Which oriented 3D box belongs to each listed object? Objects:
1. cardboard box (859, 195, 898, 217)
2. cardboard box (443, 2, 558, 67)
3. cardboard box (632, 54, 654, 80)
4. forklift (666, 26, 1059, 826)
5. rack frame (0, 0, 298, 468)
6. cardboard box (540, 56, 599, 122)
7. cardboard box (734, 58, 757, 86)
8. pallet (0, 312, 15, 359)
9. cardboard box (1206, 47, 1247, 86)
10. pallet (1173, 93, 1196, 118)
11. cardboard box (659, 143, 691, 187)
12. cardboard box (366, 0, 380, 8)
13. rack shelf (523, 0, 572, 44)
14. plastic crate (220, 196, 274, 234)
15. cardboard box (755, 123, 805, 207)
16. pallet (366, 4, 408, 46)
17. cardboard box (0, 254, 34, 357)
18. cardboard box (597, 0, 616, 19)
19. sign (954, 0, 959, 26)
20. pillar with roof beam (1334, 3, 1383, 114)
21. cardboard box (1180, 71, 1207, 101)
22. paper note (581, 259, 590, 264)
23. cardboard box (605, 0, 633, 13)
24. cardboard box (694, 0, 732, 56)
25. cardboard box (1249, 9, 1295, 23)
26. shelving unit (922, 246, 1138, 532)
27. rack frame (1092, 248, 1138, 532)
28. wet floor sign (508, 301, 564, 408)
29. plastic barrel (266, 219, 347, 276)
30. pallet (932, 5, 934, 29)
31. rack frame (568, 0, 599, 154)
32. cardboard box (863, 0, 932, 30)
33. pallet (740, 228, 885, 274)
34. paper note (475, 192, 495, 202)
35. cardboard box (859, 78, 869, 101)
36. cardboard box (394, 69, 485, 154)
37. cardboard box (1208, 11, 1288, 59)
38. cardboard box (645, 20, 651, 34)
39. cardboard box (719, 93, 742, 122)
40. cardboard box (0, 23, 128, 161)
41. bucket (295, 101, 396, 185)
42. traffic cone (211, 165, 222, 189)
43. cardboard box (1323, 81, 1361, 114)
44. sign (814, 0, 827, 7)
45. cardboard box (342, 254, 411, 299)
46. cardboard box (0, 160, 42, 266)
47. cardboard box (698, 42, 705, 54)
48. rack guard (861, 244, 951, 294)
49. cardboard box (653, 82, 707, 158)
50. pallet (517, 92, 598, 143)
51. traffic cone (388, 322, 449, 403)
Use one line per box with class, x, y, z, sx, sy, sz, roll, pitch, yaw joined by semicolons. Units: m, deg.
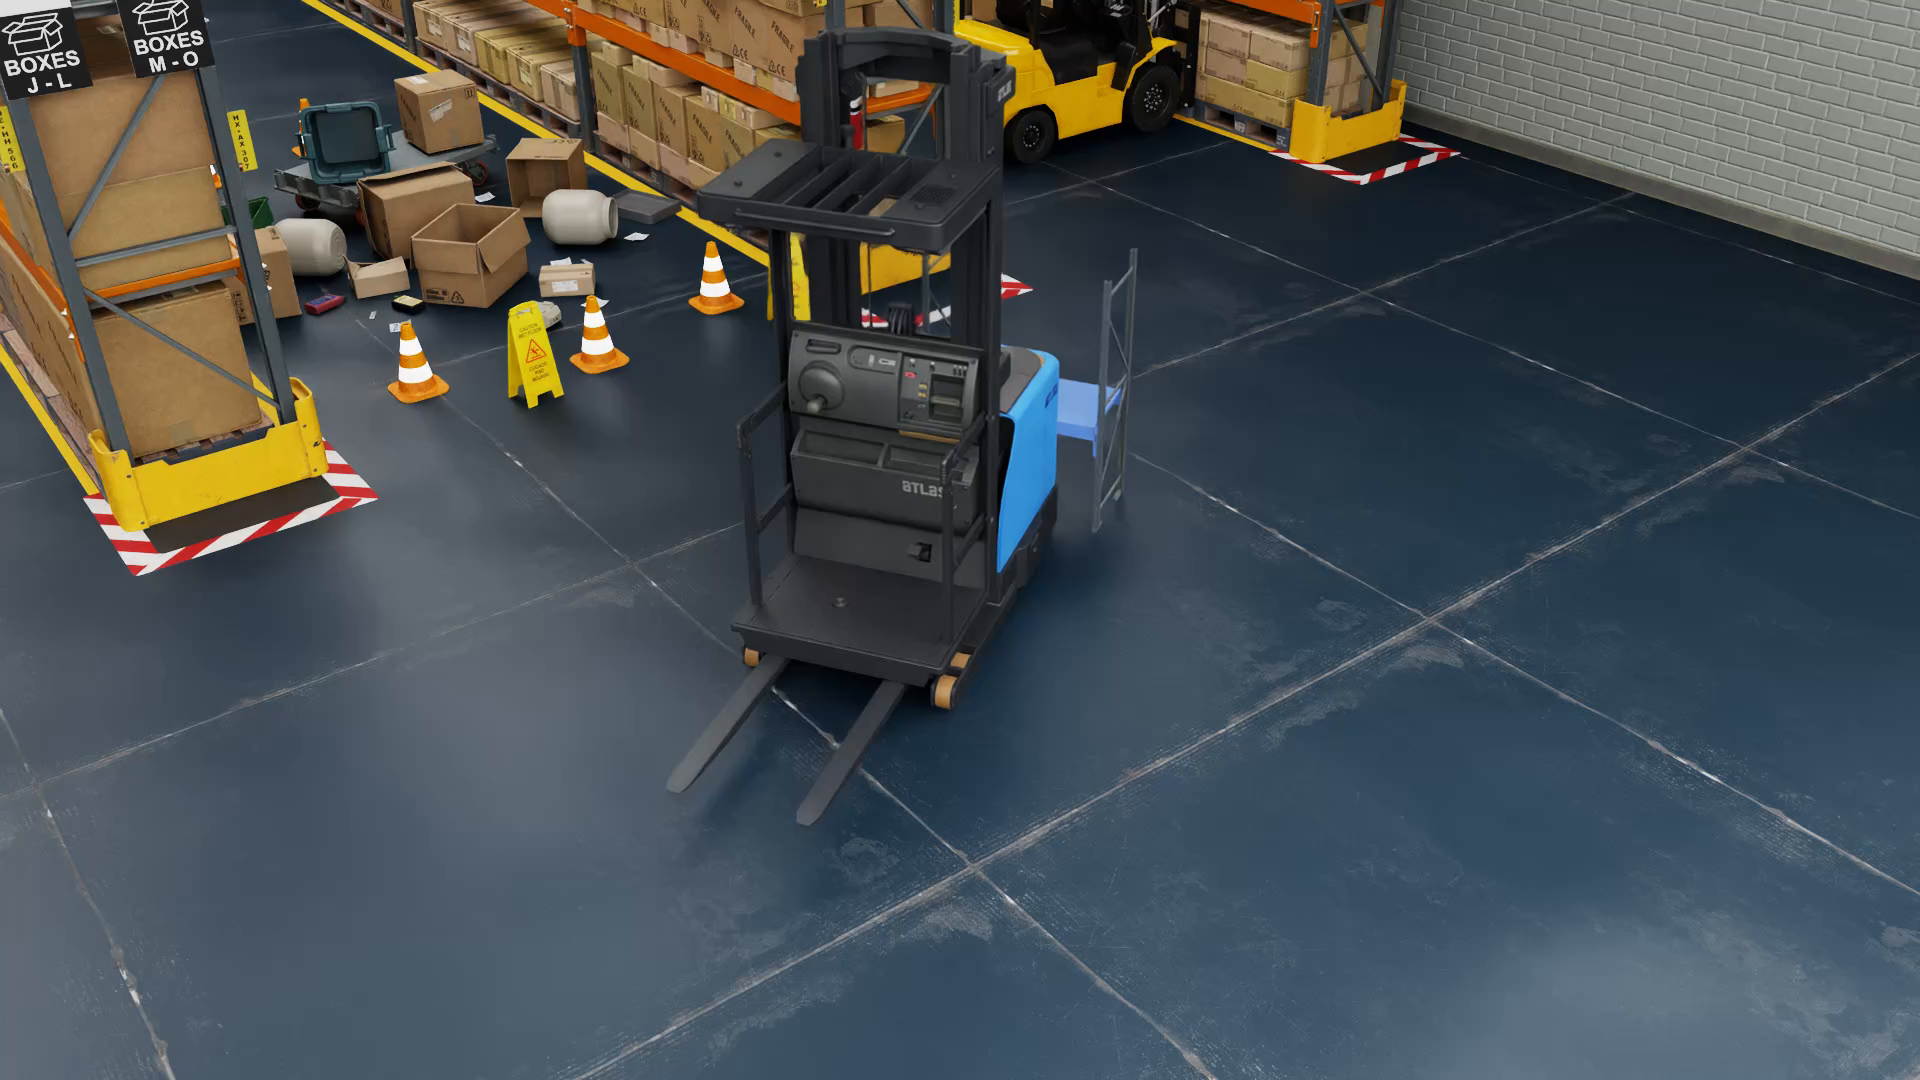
cardboard box;-0.750;-2.656;12.891;0.500;0.250;0.500;-23;38;-32
cardboard box;-4.582;-5.072;16.666;0.950;0.372;0.625;-23;39;-32
cardboard box;-2.432;-3.873;13.525;0.380;0.149;0.250;-21;37;-30
forklift;-0.433;-0.679;7.566;1.130;2.935;3.031;11;33;17
rack frame;-4.322;-1.576;8.945;1.000;3.000;0.127;-22;38;-31
cardboard box;-3.250;-4.167;15.208;0.950;0.372;0.625;-22;38;-31
cardboard box;-1.437;-3.481;12.249;0.380;0.149;0.250;-22;38;-31
pallet;-6.370;-1.716;11.813;1.003;0.211;1.213;-22;38;-31
cardboard box;2.601;-4.364;15.168;0.500;0.250;0.500;-23;38;-32
pallet;2.199;-4.456;16.224;1.003;0.211;1.213;-22;38;-31
cardboard box;-2.114;-3.125;13.646;0.500;0.250;0.500;-23;38;-32
cardboard box;-6.281;-6.517;18.516;0.875;0.875;0.875;-22;38;-31
rack shelf;-4.153;-5.415;15.807;1.077;0.370;4.000;-22;38;-31
plastic crate;-5.633;-2.424;12.921;0.450;0.188;0.662;-13;33;-1
cardboard box;-1.171;-2.798;12.409;0.500;0.500;0.500;-22;38;-31
pallet;-5.803;-5.722;18.263;1.003;0.211;1.213;-22;38;-31
cardboard box;-5.888;-1.860;11.017;0.875;0.875;0.875;-22;38;-31
cardboard box;-2.791;-4.456;13.820;0.380;0.149;0.250;-21;38;-30
sign;-0.045;-3.763;11.645;0.100;0.325;0.005;-22;38;-31
pillar with roof beam;0.329;-6.565;11.290;9.100;9.000;0.400;-22;38;-31
cardboard box;2.310;-4.353;15.623;0.500;0.250;0.500;-22;38;-31
paper note;-2.843;-2.115;12.645;0.032;0.001;0.123;-22;38;-31
cardboard box;-2.551;-4.580;13.405;0.500;0.500;0.500;-22;38;-32
cardboard box;-1.631;-3.945;12.383;0.500;0.500;0.500;-22;38;-32
cardboard box;2.991;-4.731;15.284;0.500;0.250;0.500;-22;38;-31
shelving unit;0.376;-0.908;9.290;1.048;1.500;0.538;12;34;19
rack frame;0.847;-0.807;9.128;0.032;1.500;0.500;12;34;19
wet floor sign;-2.740;-1.204;10.578;0.232;0.644;0.267;26;40;35
plastic barrel;-4.867;-2.172;12.346;0.512;0.421;0.421;1;32;2
pallet;-0.243;-6.113;18.892;1.003;0.211;1.213;-22;38;-31
rack frame;-2.926;-4.887;14.275;1.000;3.000;0.127;-22;38;-31
cardboard box;-0.545;-3.676;11.948;0.500;0.500;0.500;-23;39;-32
pallet;-0.990;-2.417;12.941;1.003;0.211;1.213;-22;38;-31
paper note;-3.949;-2.853;13.814;0.148;0.019;0.142;-22;38;-31
cardboard box;-0.872;-3.200;11.797;0.380;0.149;0.250;-21;37;-30
cardboard box;-4.314;-3.558;13.787;0.500;0.500;0.500;-22;38;-31
cardboard box;2.599;-4.564;15.016;0.500;0.250;0.500;-22;38;-31
cardboard box;-2.291;-4.140;13.311;0.380;0.149;0.250;-22;38;-32
cardboard box;-1.601;-3.311;12.620;0.380;0.149;0.250;-22;38;-31
cardboard box;-4.929;-2.465;9.210;0.875;0.550;0.550;-22;38;-31
bucket;-4.870;-3.187;13.201;0.726;0.611;0.620;-10;23;-15
traffic cone;-6.404;-3.213;13.984;0.336;0.463;0.334;-22;38;-31
cardboard box;3.298;-4.105;15.225;0.500;0.250;0.500;-22;38;-31
sign;-0.924;-3.675;10.926;0.100;0.325;0.005;-22;38;-31
cardboard box;-4.266;-1.961;12.156;0.396;0.266;0.258;-16;35;-23
cardboard box;-4.939;-2.002;9.488;0.875;0.550;0.550;-22;38;-31
cardboard box;-1.794;-3.843;12.833;0.380;0.149;0.250;-22;38;-31
rack guard;-0.520;-2.189;12.301;1.175;0.500;0.348;-22;38;-31
cardboard box;-2.124;-3.446;13.453;0.500;0.500;0.500;-20;37;-29
pallet;-3.405;-4.026;15.532;1.003;0.211;1.213;-22;38;-31
traffic cone;-3.526;-1.179;10.710;0.336;0.463;0.334;-22;38;-31
